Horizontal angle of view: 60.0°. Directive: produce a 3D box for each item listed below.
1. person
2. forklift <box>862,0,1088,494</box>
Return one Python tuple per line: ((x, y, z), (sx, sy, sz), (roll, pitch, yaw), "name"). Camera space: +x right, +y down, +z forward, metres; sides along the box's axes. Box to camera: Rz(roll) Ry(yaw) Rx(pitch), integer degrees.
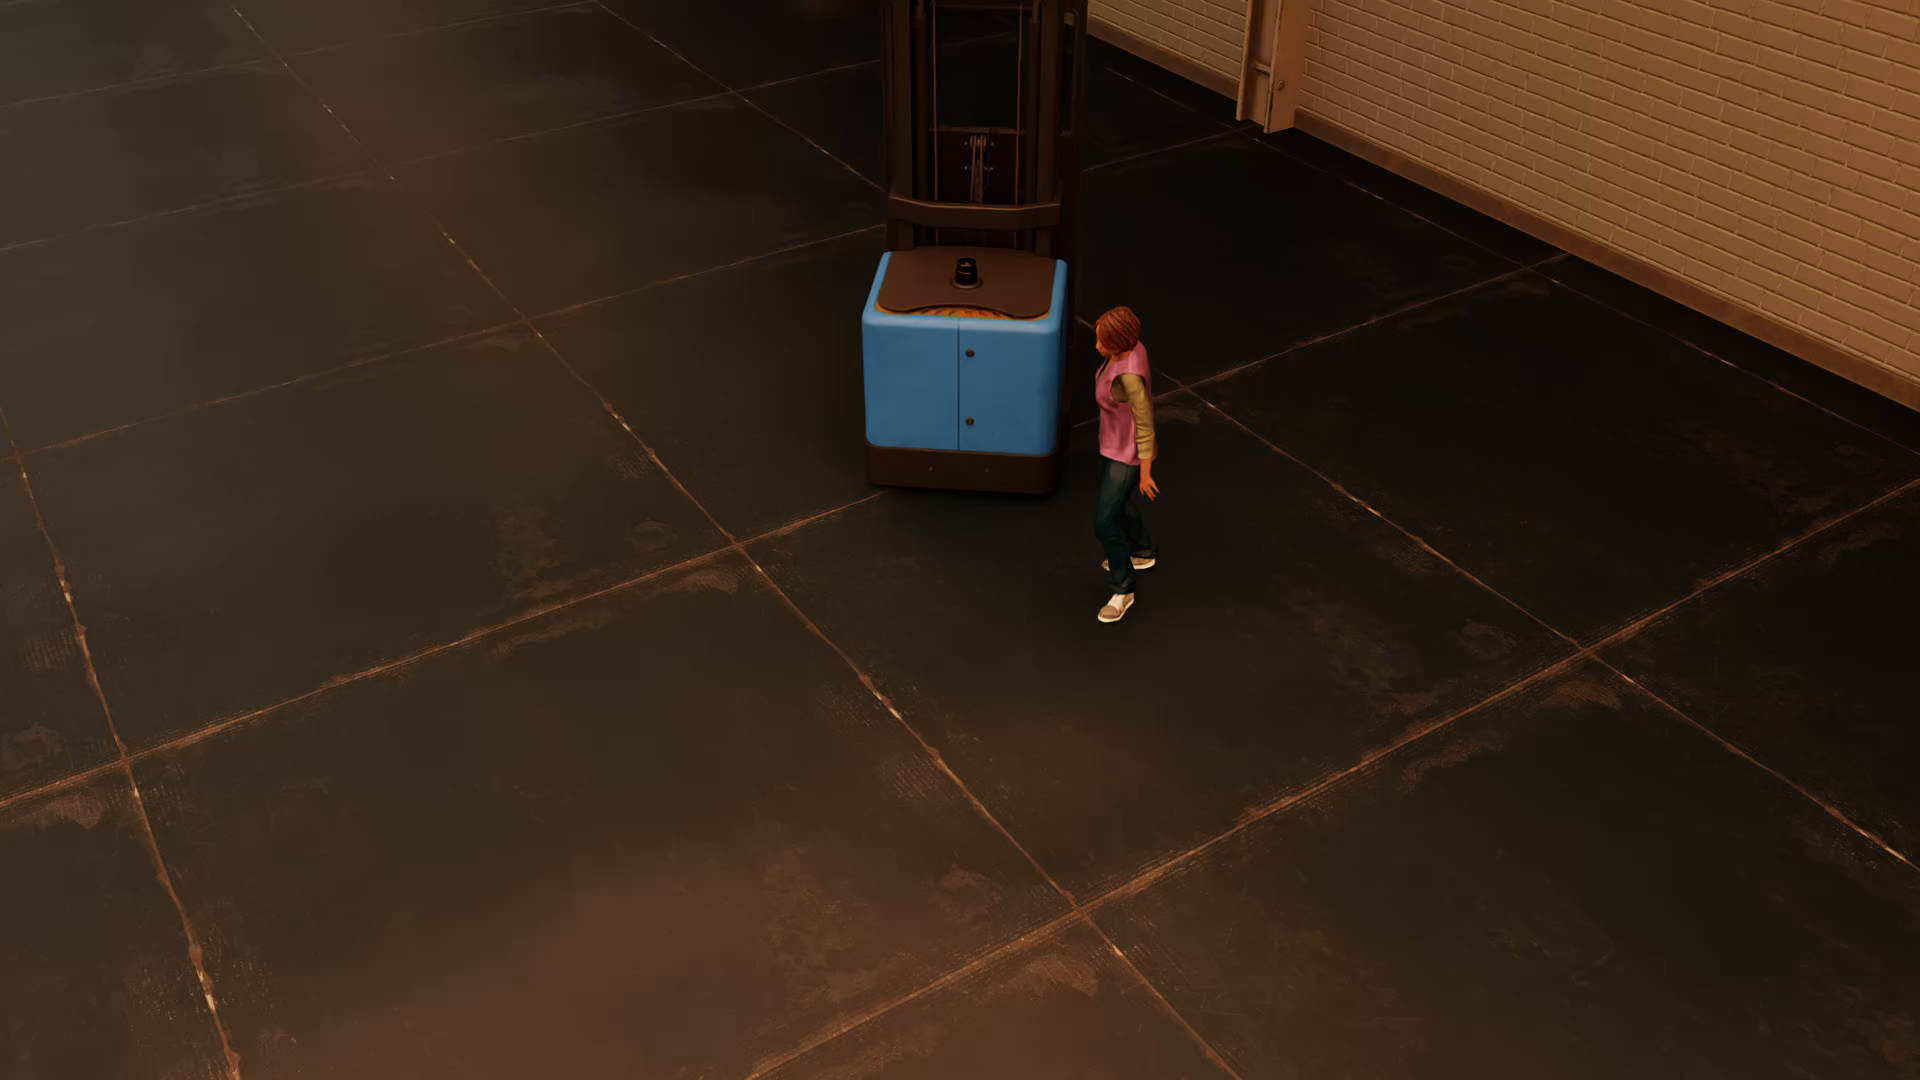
((0.804, -0.415, 7.967), (0.402, 1.555, 0.740), (0, 35, 0), "person")
((0.152, -2.277, 9.388), (1.130, 2.935, 3.031), (3, 35, 5), "forklift")
